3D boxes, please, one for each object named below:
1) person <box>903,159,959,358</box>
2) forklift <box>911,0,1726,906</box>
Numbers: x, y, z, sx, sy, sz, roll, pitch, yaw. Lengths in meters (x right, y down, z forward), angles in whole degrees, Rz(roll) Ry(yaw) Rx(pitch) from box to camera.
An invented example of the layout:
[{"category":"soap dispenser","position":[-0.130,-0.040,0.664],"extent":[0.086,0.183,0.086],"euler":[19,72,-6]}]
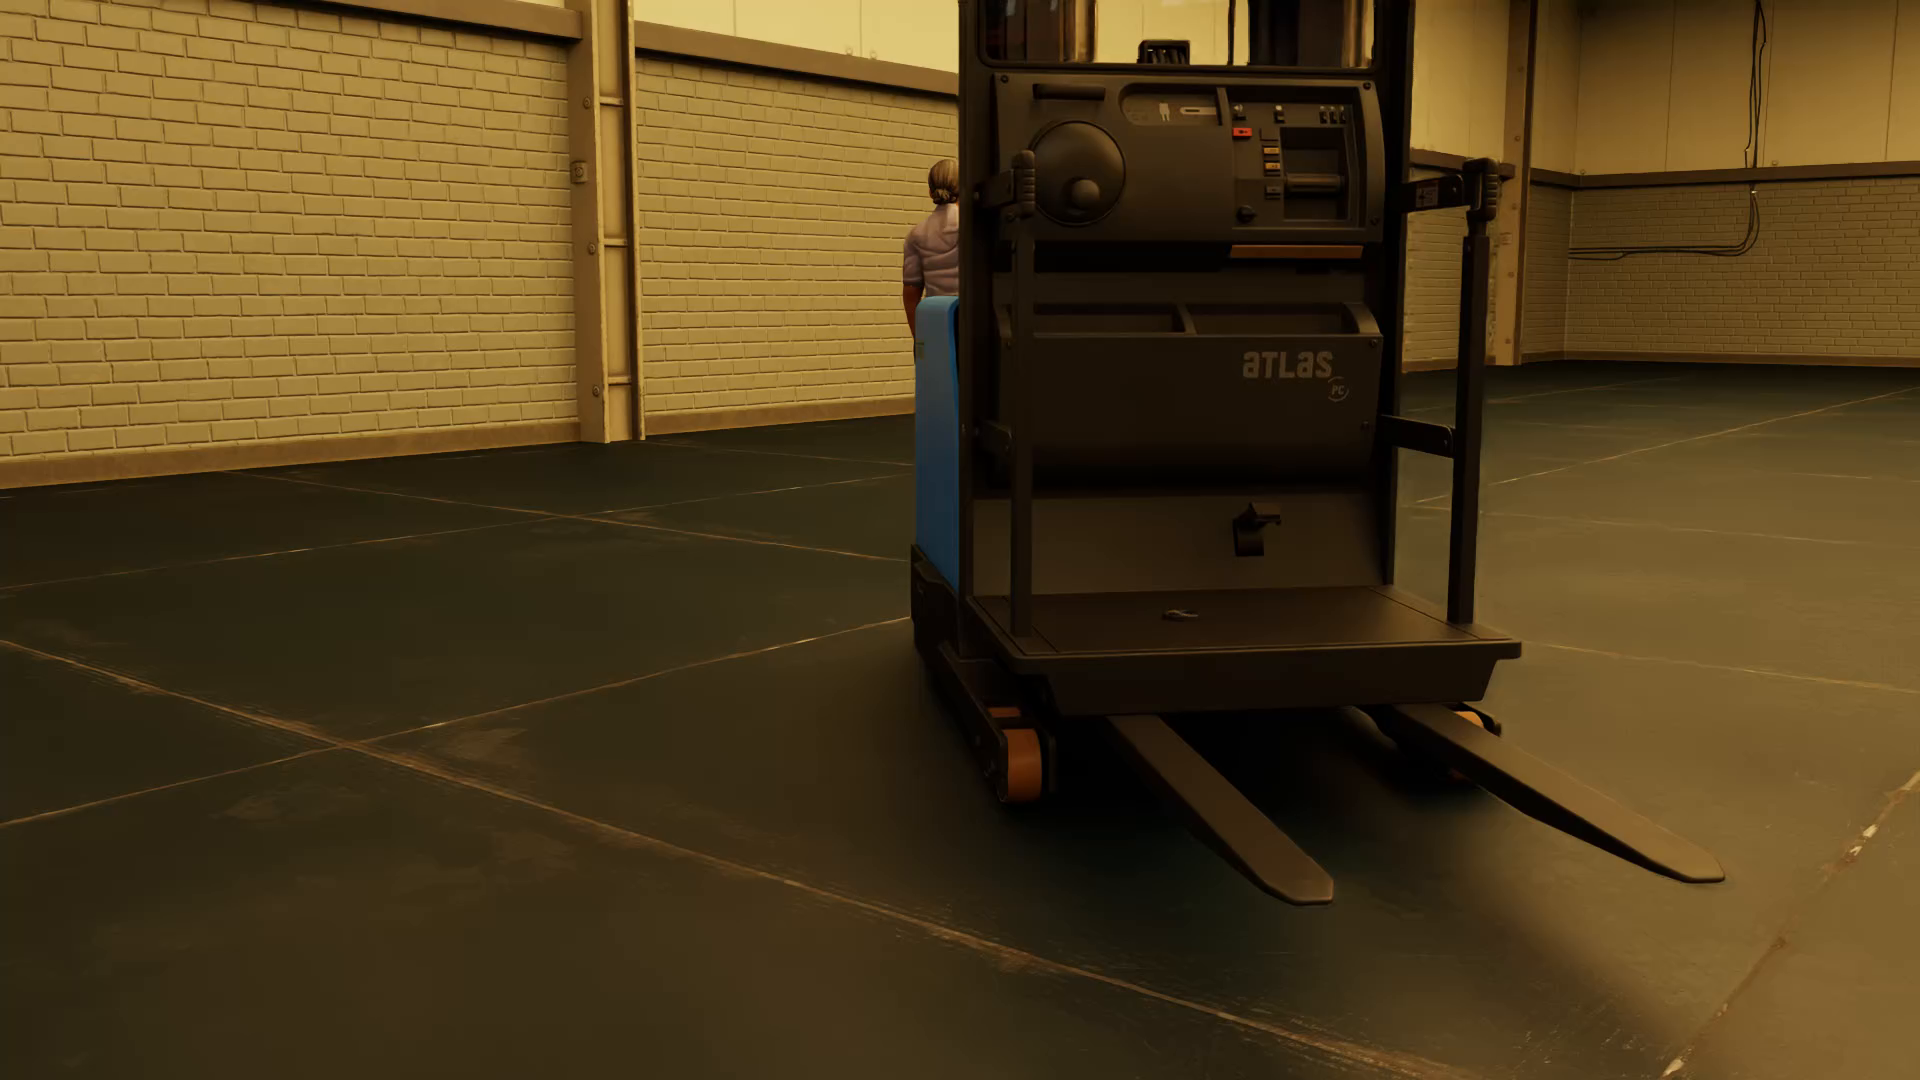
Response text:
[{"category":"person","position":[0.074,-0.831,7.339],"extent":[0.598,1.651,0.503],"euler":[7,11,38]},{"category":"forklift","position":[0.577,-0.940,3.708],"extent":[1.130,2.935,3.031],"euler":[-1,8,-8]}]
